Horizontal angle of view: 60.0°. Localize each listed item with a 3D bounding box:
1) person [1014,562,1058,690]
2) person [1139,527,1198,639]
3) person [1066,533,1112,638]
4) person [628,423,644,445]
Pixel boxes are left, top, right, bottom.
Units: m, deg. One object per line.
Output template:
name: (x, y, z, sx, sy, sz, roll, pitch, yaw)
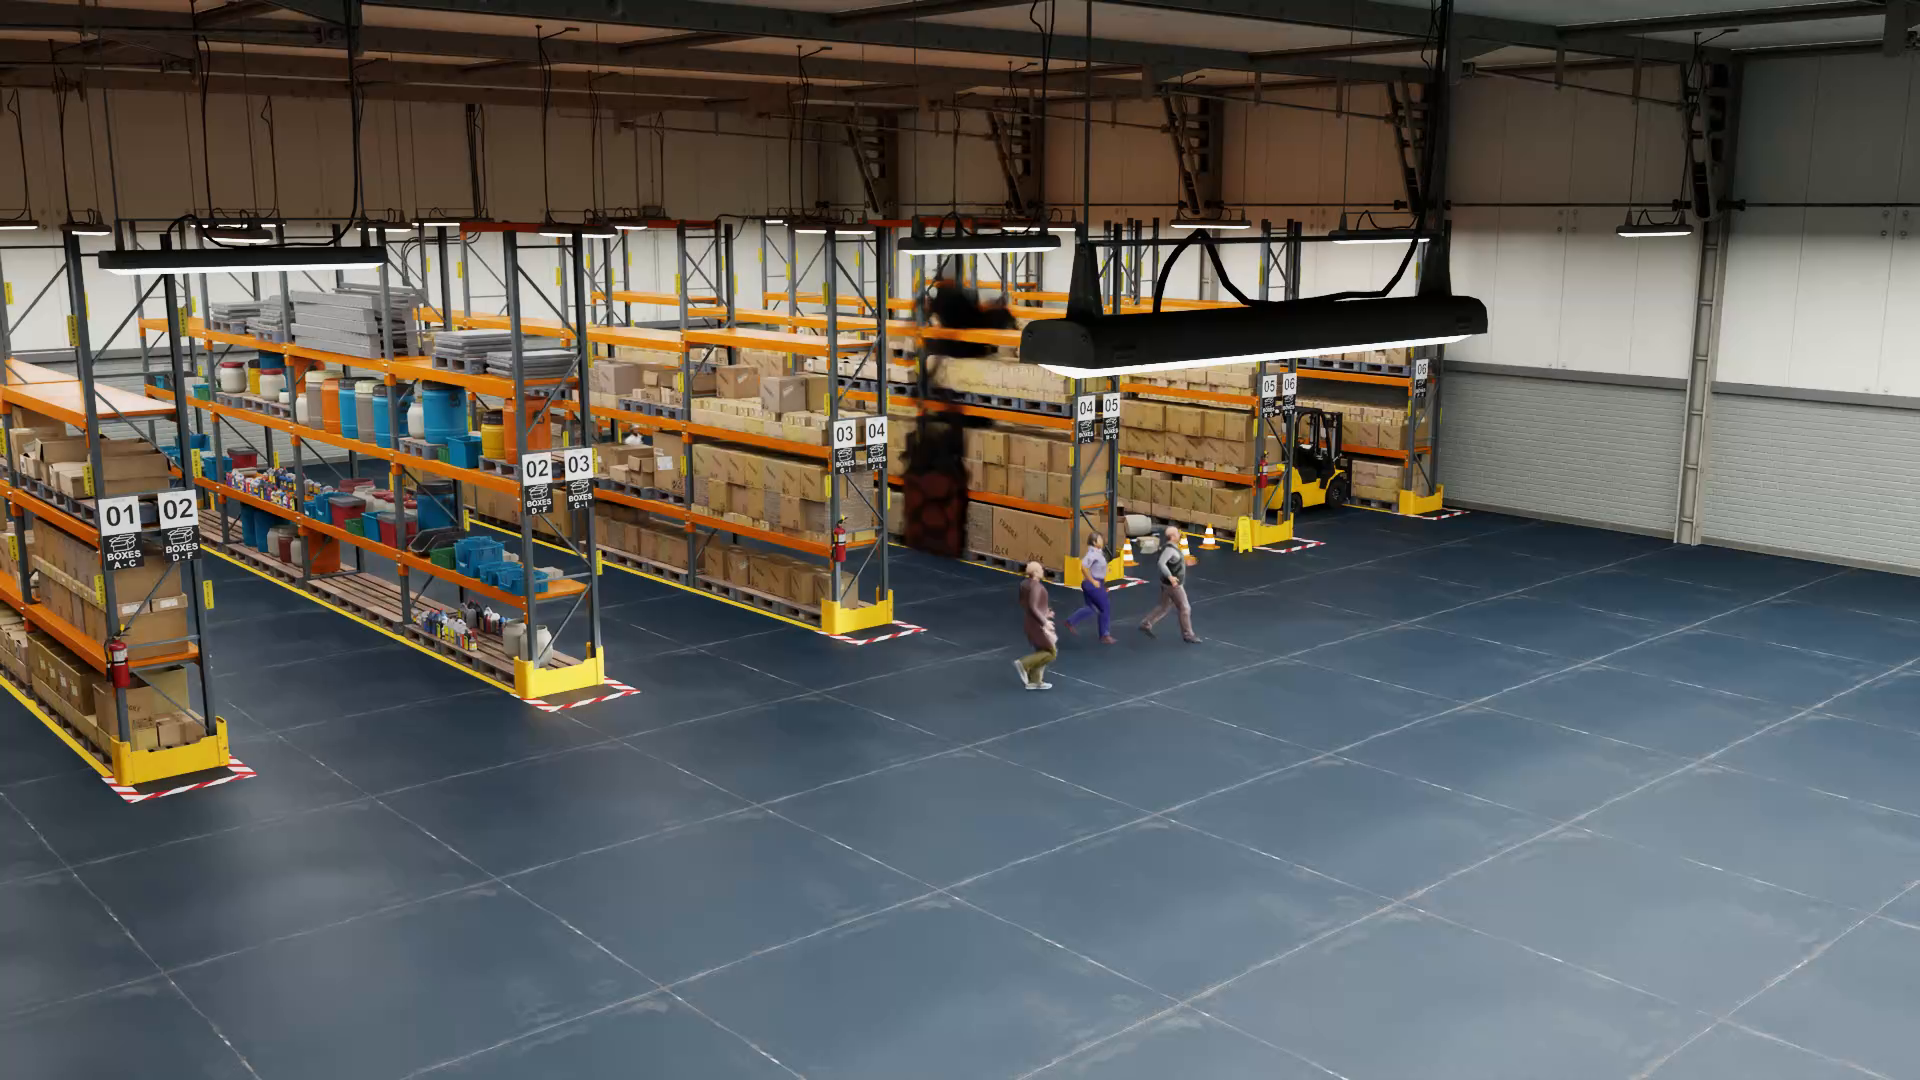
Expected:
person: (0.984, 1.138, 21.887, 0.637, 1.733, 0.710, -3, 12, -16)
person: (3.037, 0.614, 24.132, 0.825, 1.637, 0.658, 0, 11, -2)
person: (1.887, 0.652, 24.319, 0.685, 1.564, 0.598, -1, 11, -3)
person: (-7.009, -1.728, 36.224, 0.499, 1.664, 0.633, 10, 15, 42)
